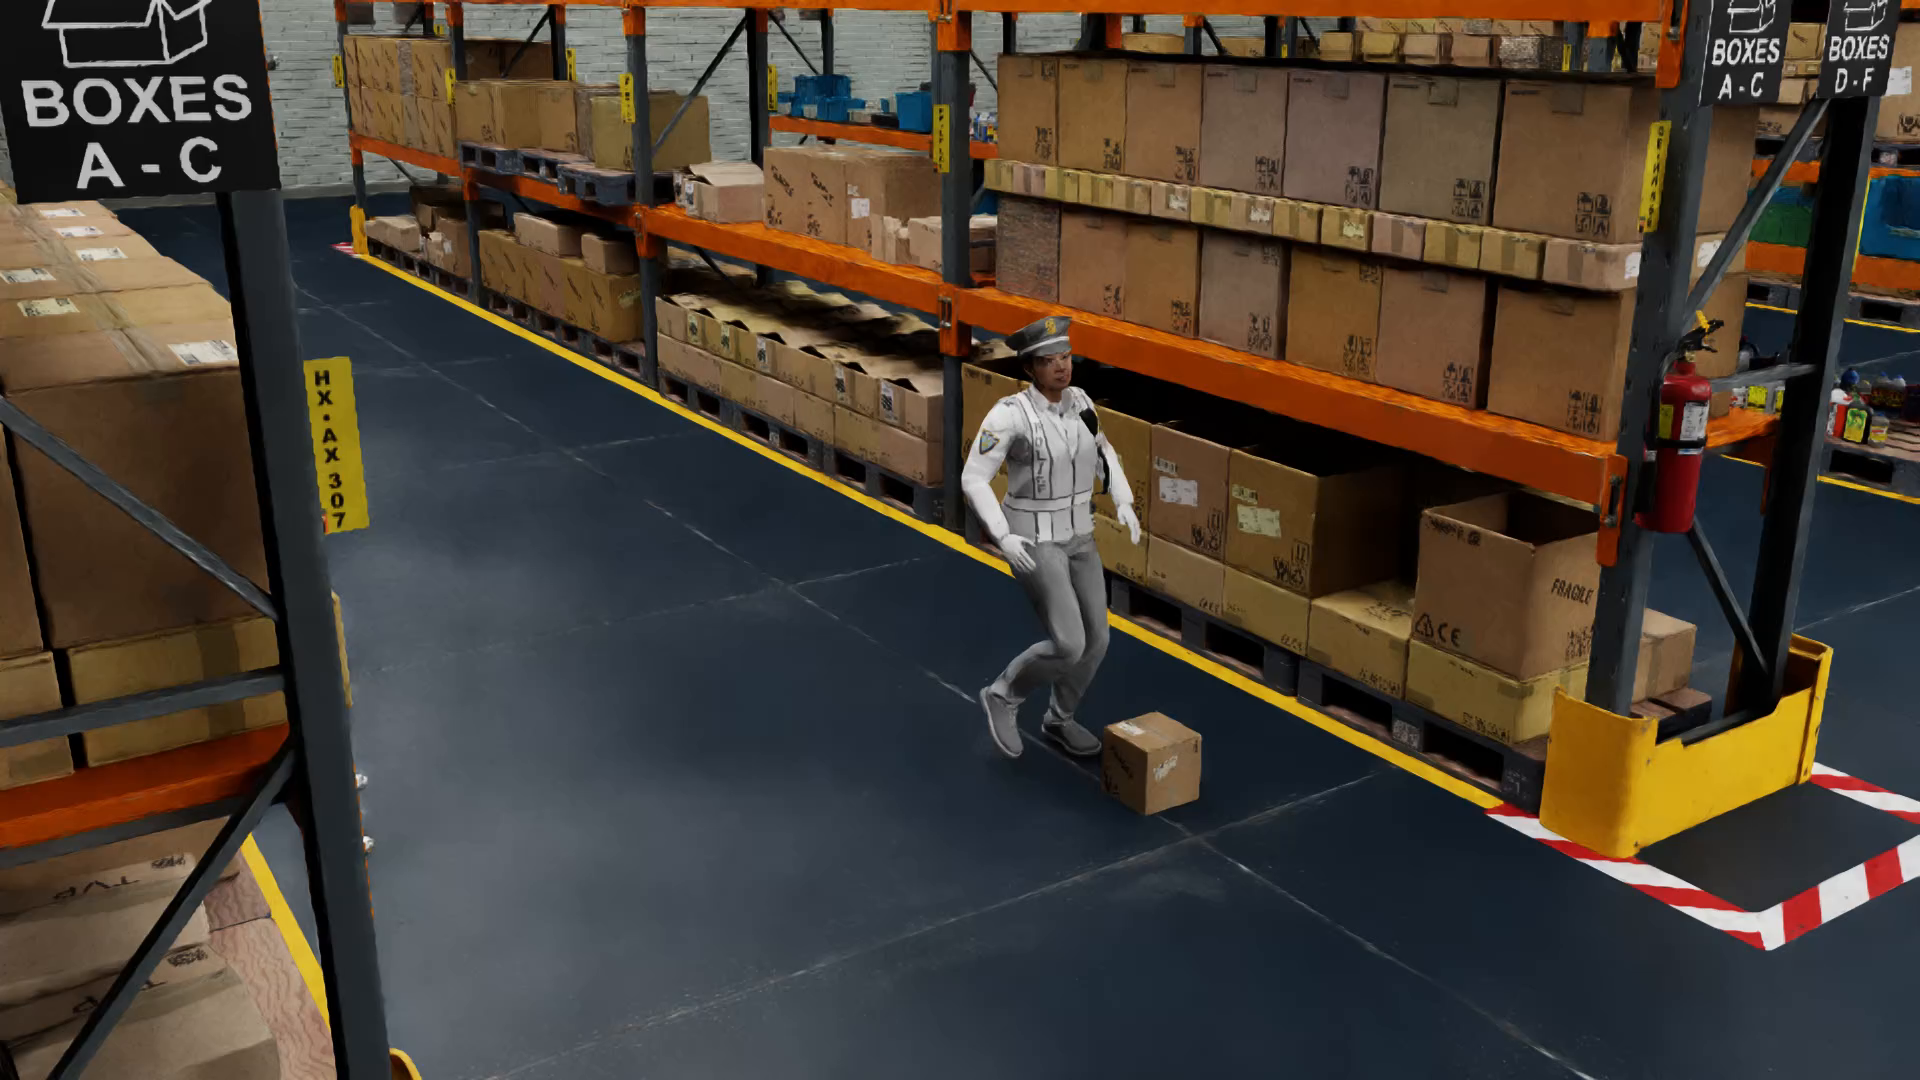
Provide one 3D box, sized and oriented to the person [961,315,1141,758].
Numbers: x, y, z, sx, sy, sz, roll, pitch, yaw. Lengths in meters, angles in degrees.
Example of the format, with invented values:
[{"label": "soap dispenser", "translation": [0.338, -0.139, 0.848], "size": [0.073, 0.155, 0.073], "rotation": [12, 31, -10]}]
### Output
[{"label": "person", "translation": [0.373, 0.007, 6.031], "size": [0.671, 1.663, 0.467], "rotation": [-17, 25, -41]}]
